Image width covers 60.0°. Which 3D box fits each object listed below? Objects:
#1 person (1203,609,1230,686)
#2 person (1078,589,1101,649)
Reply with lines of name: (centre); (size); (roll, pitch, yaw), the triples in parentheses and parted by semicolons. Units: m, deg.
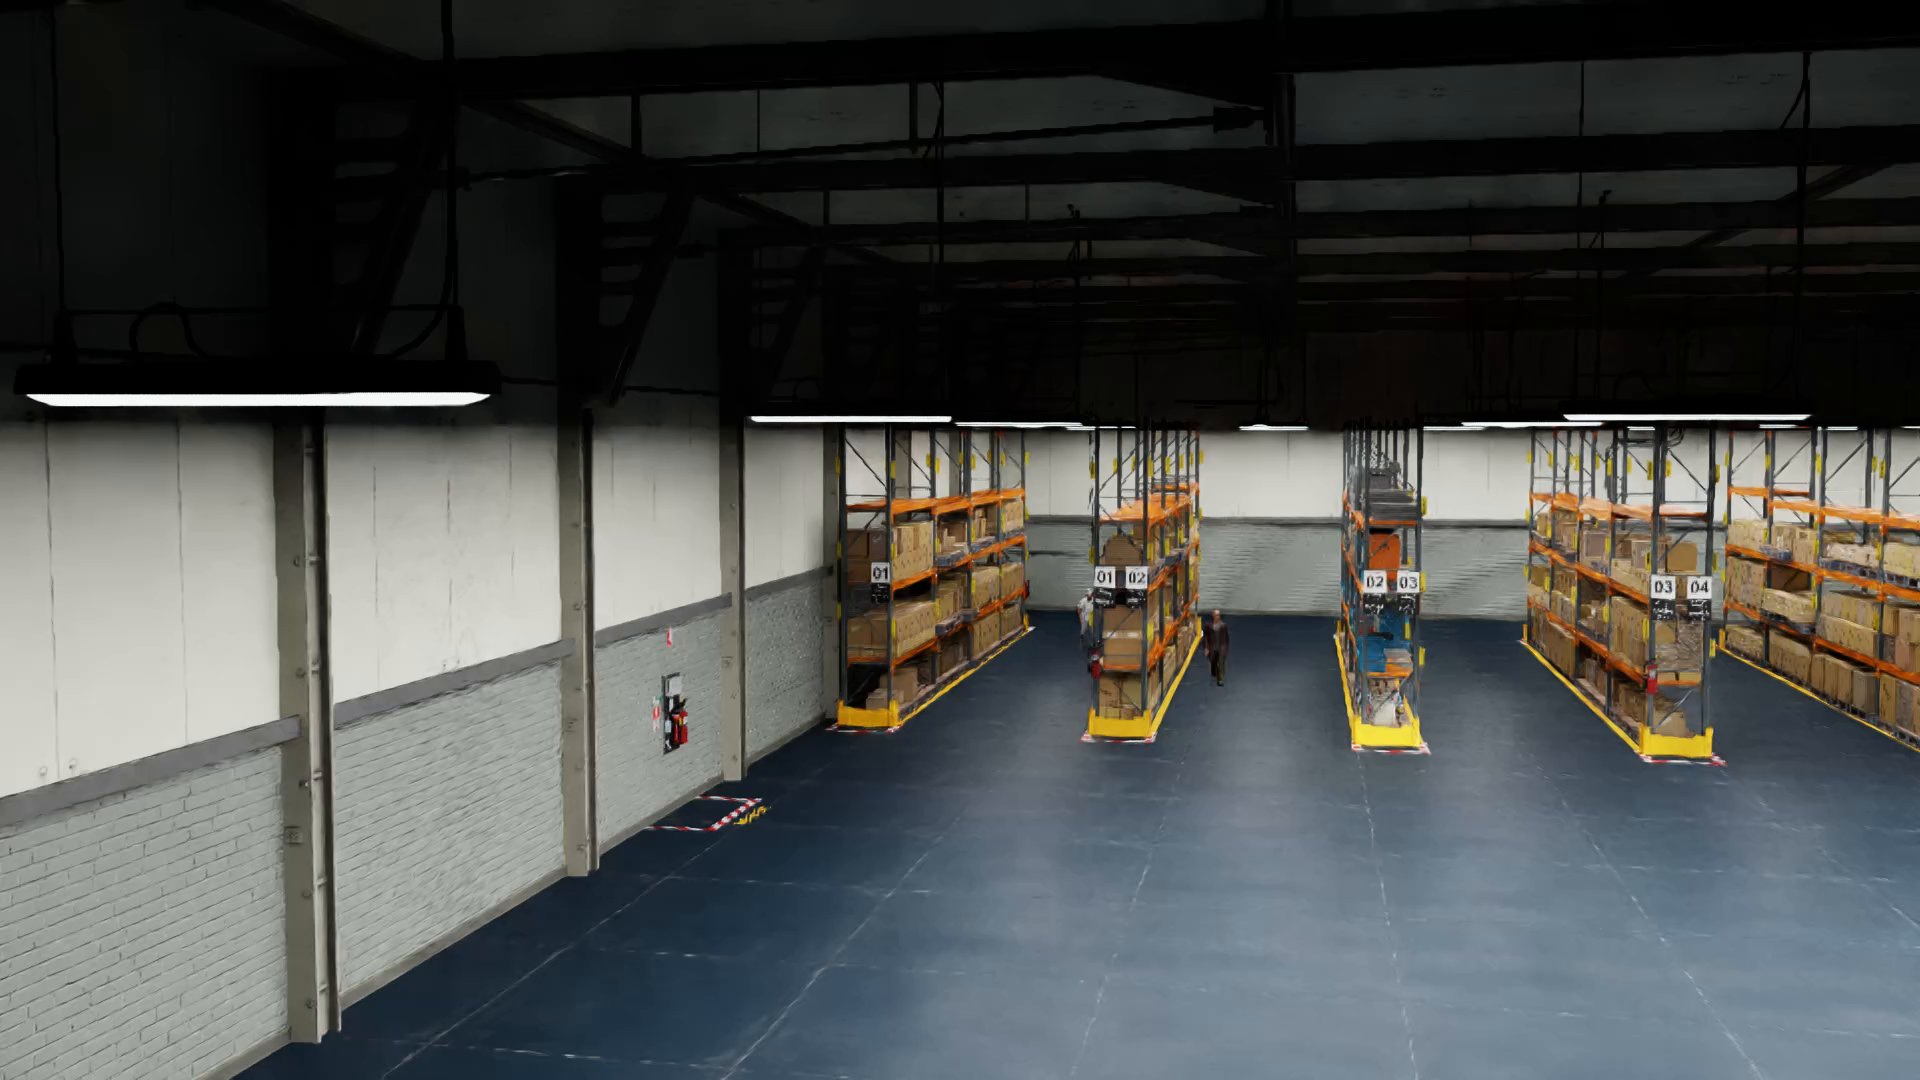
person: (5.798, 2.509, 37.656); (0.598, 1.504, 1.193); (1, 4, 14)
person: (3.402, 2.087, 43.780); (0.625, 1.611, 0.582); (1, 4, 9)
